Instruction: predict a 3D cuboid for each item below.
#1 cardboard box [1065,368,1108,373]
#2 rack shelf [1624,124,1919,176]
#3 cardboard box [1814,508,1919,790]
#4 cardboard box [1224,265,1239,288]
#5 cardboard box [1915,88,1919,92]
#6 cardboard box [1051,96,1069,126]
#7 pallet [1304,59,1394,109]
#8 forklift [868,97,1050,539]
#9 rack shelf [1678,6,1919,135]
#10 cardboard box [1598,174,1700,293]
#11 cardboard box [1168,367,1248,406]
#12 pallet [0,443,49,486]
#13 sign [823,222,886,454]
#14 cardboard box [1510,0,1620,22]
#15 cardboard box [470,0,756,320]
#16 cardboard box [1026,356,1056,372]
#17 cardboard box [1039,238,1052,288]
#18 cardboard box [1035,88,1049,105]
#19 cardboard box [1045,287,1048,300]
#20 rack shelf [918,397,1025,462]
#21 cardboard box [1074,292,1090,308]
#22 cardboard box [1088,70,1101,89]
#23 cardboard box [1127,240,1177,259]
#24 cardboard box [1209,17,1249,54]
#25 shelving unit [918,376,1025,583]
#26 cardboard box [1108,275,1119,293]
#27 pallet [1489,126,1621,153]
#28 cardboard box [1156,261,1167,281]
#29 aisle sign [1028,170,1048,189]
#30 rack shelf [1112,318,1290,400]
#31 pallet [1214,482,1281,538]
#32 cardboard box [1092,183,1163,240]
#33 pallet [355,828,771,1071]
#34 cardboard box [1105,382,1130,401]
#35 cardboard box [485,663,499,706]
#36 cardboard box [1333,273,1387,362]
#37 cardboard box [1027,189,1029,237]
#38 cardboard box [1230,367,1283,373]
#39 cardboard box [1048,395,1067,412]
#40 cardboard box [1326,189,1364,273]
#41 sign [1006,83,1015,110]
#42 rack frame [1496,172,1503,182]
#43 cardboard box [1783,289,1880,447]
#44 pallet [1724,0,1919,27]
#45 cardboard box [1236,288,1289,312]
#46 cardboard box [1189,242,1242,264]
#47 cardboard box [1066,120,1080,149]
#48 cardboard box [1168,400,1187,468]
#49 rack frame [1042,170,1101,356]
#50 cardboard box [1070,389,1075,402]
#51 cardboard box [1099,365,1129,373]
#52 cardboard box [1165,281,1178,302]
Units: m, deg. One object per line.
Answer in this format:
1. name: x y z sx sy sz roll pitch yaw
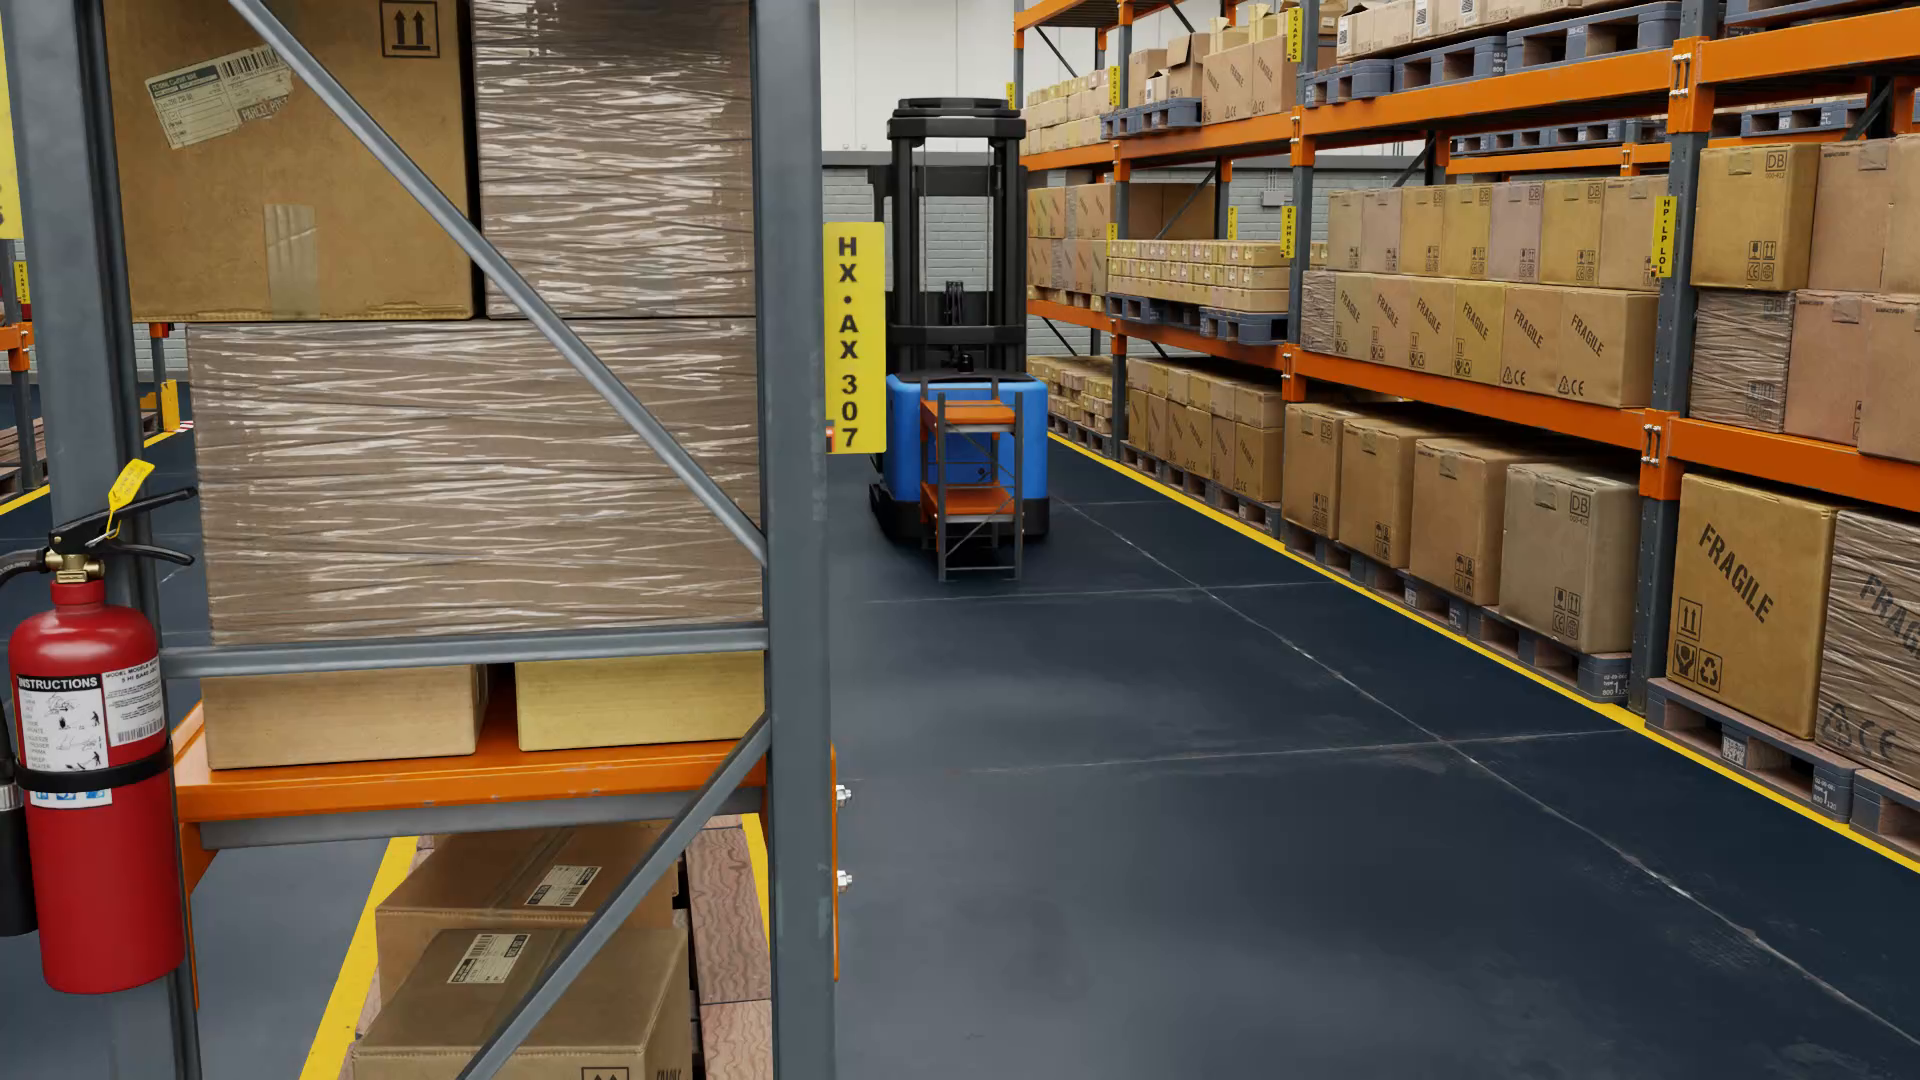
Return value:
1. cardboard box: 1.272 -1.642 16.712 0.380 0.149 0.250 -2 11 -11
2. rack shelf: 7.088 -3.154 13.647 1.077 0.370 4.000 -2 11 -11
3. cardboard box: 3.652 0.386 5.707 0.875 0.875 0.875 -2 11 -11
4. cardboard box: 2.045 -1.820 11.492 0.380 0.149 0.250 -2 11 -9
5. cardboard box: 7.256 -3.461 11.938 0.797 0.503 0.637 -3 11 -15
6. cardboard box: 1.205 -4.210 16.333 0.500 0.250 0.500 -3 11 -13
7. pallet: 2.819 -2.733 10.016 1.213 0.211 1.003 -2 11 -8
8. forklift: -0.095 -1.675 12.159 1.130 2.935 3.031 -1 11 -7
9. rack shelf: 3.808 -1.488 4.895 1.077 0.370 4.000 -2 11 -11
10. cardboard box: 3.317 -1.366 7.410 0.700 0.500 0.500 -2 11 -12
11. cardboard box: 1.949 -1.212 13.101 0.500 0.250 0.500 -2 11 -9
12. pallet: -8.061 -0.624 13.909 1.003 0.211 1.213 -2 11 -11
13. sign: -0.156 -0.284 2.353 0.100 0.325 0.005 -2 11 -11
14. cardboard box: 2.963 -2.609 7.868 0.500 0.250 0.500 -2 11 -11
15. cardboard box: -0.527 -0.637 2.782 0.500 0.500 0.500 -2 11 -11
16. cardboard box: 0.854 -1.925 18.200 0.380 0.149 0.250 -3 11 -14
17. cardboard box: 1.114 -2.851 17.090 0.500 0.500 0.500 -2 11 -10
18. cardboard box: 0.985 -4.565 17.133 0.380 0.149 0.250 -2 11 -10
19. cardboard box: 1.102 -2.602 17.517 0.380 0.149 0.250 -2 11 -8
20. rack shelf: 0.059 -0.690 10.247 0.538 0.278 1.000 -1 11 -7
21. cardboard box: 1.320 -2.314 16.003 0.380 0.149 0.250 -3 11 -13
22. cardboard box: 1.384 -4.182 15.123 0.380 0.149 0.250 -2 11 -11
23. cardboard box: 1.596 -2.390 13.690 0.380 0.149 0.250 -2 11 -11
24. cardboard box: 2.037 -3.667 12.104 0.396 0.266 0.258 -2 11 -11
25. shelving unit: 0.059 -0.402 10.302 0.538 1.125 1.048 -1 11 -7
26. cardboard box: 1.489 -2.196 14.261 0.380 0.149 0.250 -3 11 -14
27. pallet: 6.316 -4.204 17.478 1.003 0.211 1.213 -2 11 -11
28. cardboard box: 1.749 -2.102 12.969 0.380 0.149 0.250 -2 11 -12
29. aisle sign: 0.777 -4.215 18.368 0.394 0.787 0.004 -2 11 -11
30. rack shelf: 2.252 -1.482 12.884 1.077 0.370 4.000 -2 11 -11
31. pallet: 2.491 -0.242 11.903 1.003 0.211 1.213 -2 11 -11
32. cardboard box: 1.507 -2.965 15.015 0.500 0.500 0.500 -3 11 -13
33. pallet: -1.060 1.143 4.627 1.003 0.211 1.213 -2 11 -11
34. cardboard box: 1.539 -1.356 15.209 0.380 0.149 0.250 -2 11 -9
35. cardboard box: -0.994 0.193 2.830 0.380 0.149 0.250 -2 11 -11
36. cardboard box: 2.565 -1.332 9.907 0.500 0.500 0.500 -2 11 -12
37. cardboard box: 0.912 -3.530 17.984 0.500 0.500 0.500 -2 11 -11
38. cardboard box: 2.460 -1.230 13.194 0.500 0.250 0.500 -3 11 -14
39. cardboard box: 1.108 -1.400 17.033 0.380 0.149 0.250 -3 11 -14
40. cardboard box: 2.719 -1.926 10.352 0.700 0.500 0.500 -2 11 -11
41. sign: 0.553 -4.819 18.132 0.100 0.325 0.005 -2 11 -11
42. rack frame: 5.921 -3.134 19.641 1.000 3.000 0.127 -2 11 -11
43. cardboard box: 3.632 -0.641 6.142 0.875 0.550 0.550 -2 11 -11
44. pallet: 3.568 -2.014 5.972 1.003 0.211 1.213 -2 11 -11
45. cardboard box: 2.094 -1.625 11.261 0.380 0.149 0.250 -2 11 -10
46. cardboard box: 1.902 -2.104 12.188 0.380 0.149 0.250 -2 11 -11
47. cardboard box: 1.318 -3.867 15.871 0.500 0.250 0.500 -2 11 -12
48. cardboard box: 1.967 -0.843 13.164 0.500 0.500 0.500 -2 11 -10
49. rack frame: 1.085 -2.936 18.598 1.000 3.000 0.127 -2 11 -11
50. cardboard box: 1.302 -1.443 16.464 0.380 0.149 0.250 -3 11 -14
51. cardboard box: 1.642 -1.705 17.045 0.380 0.149 0.250 -3 11 -13
52. cardboard box: 1.794 -1.910 12.760 0.380 0.149 0.250 -3 11 -14
